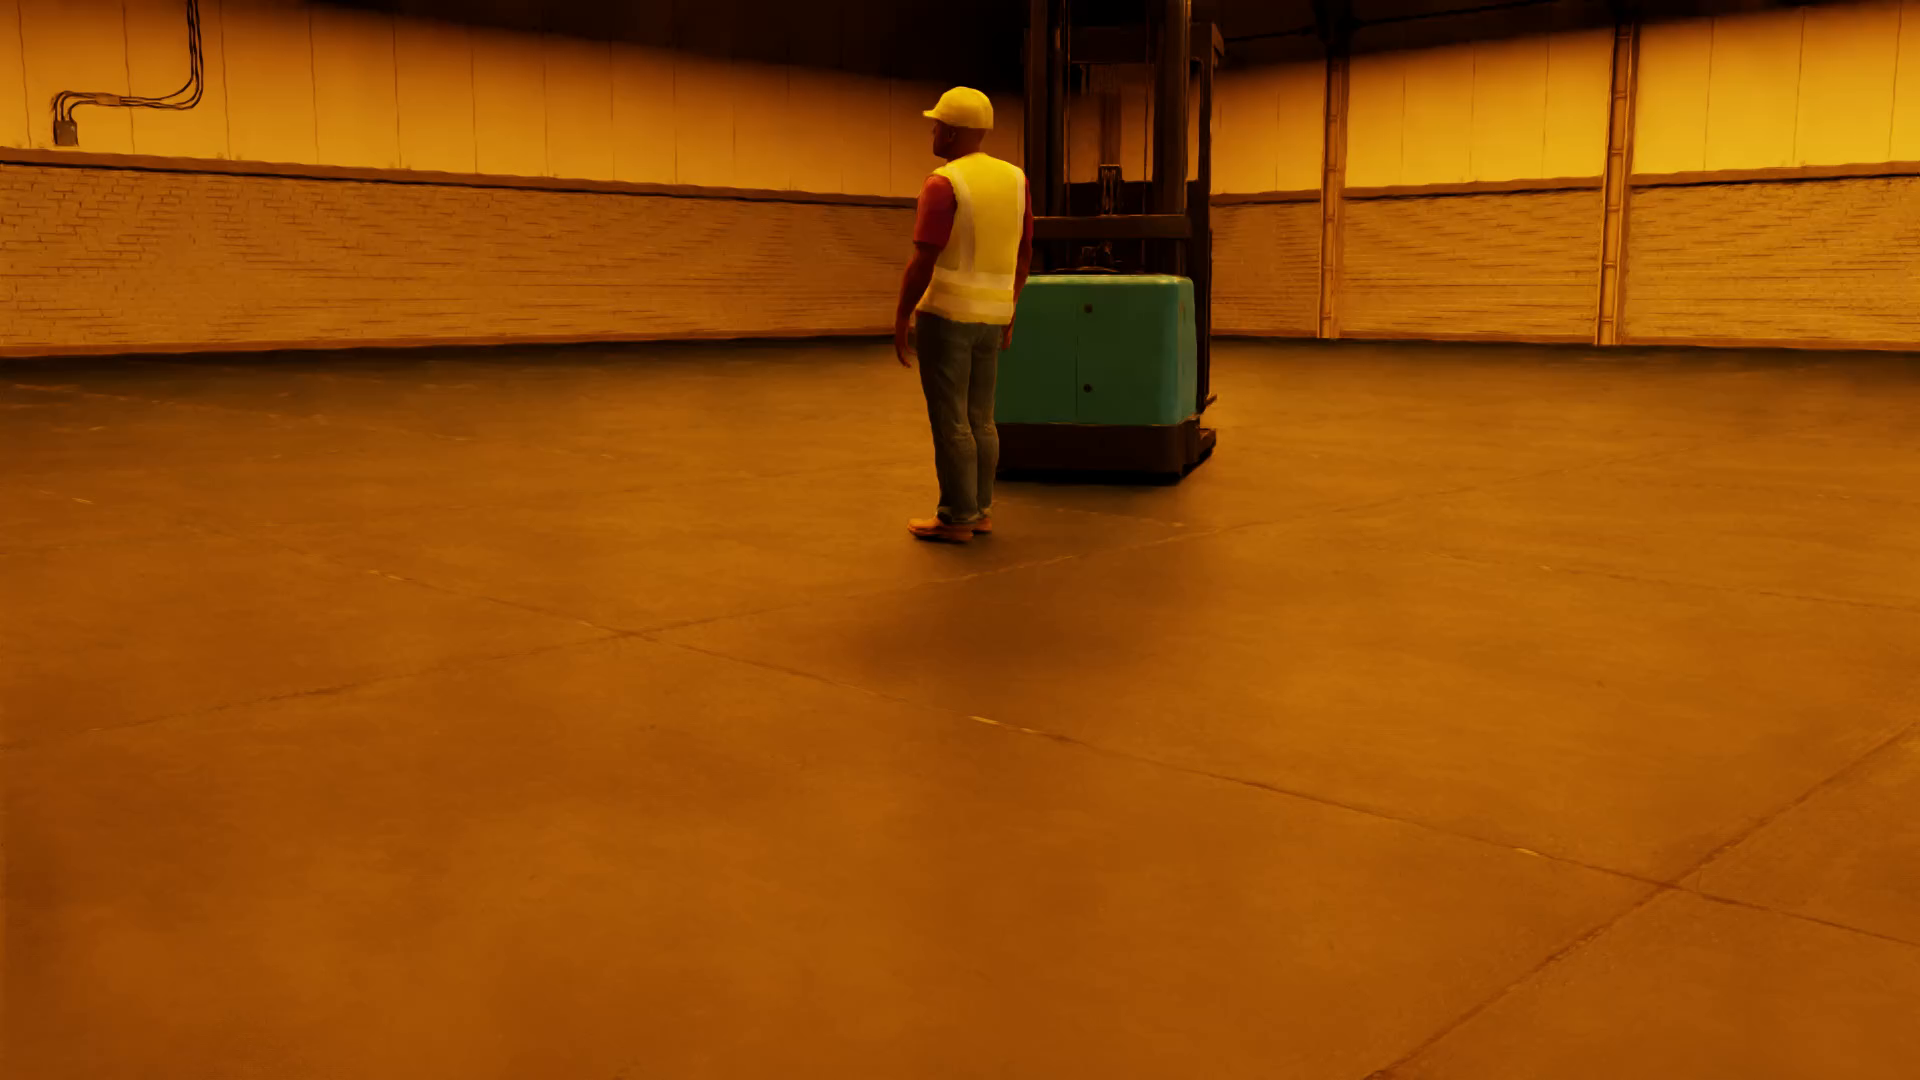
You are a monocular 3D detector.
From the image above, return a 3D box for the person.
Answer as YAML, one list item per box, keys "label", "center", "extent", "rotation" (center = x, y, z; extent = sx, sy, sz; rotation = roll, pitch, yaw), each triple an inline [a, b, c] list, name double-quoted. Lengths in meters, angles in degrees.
- label: "person"
  center: [-0.046, -0.888, 6.637]
  extent: [0.576, 1.766, 0.665]
  rotation: [8, 12, 43]

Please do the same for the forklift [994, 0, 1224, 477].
- label: "forklift"
  center: [0.968, -1.964, 9.920]
  extent: [1.130, 2.935, 3.031]
  rotation: [2, 9, 14]
